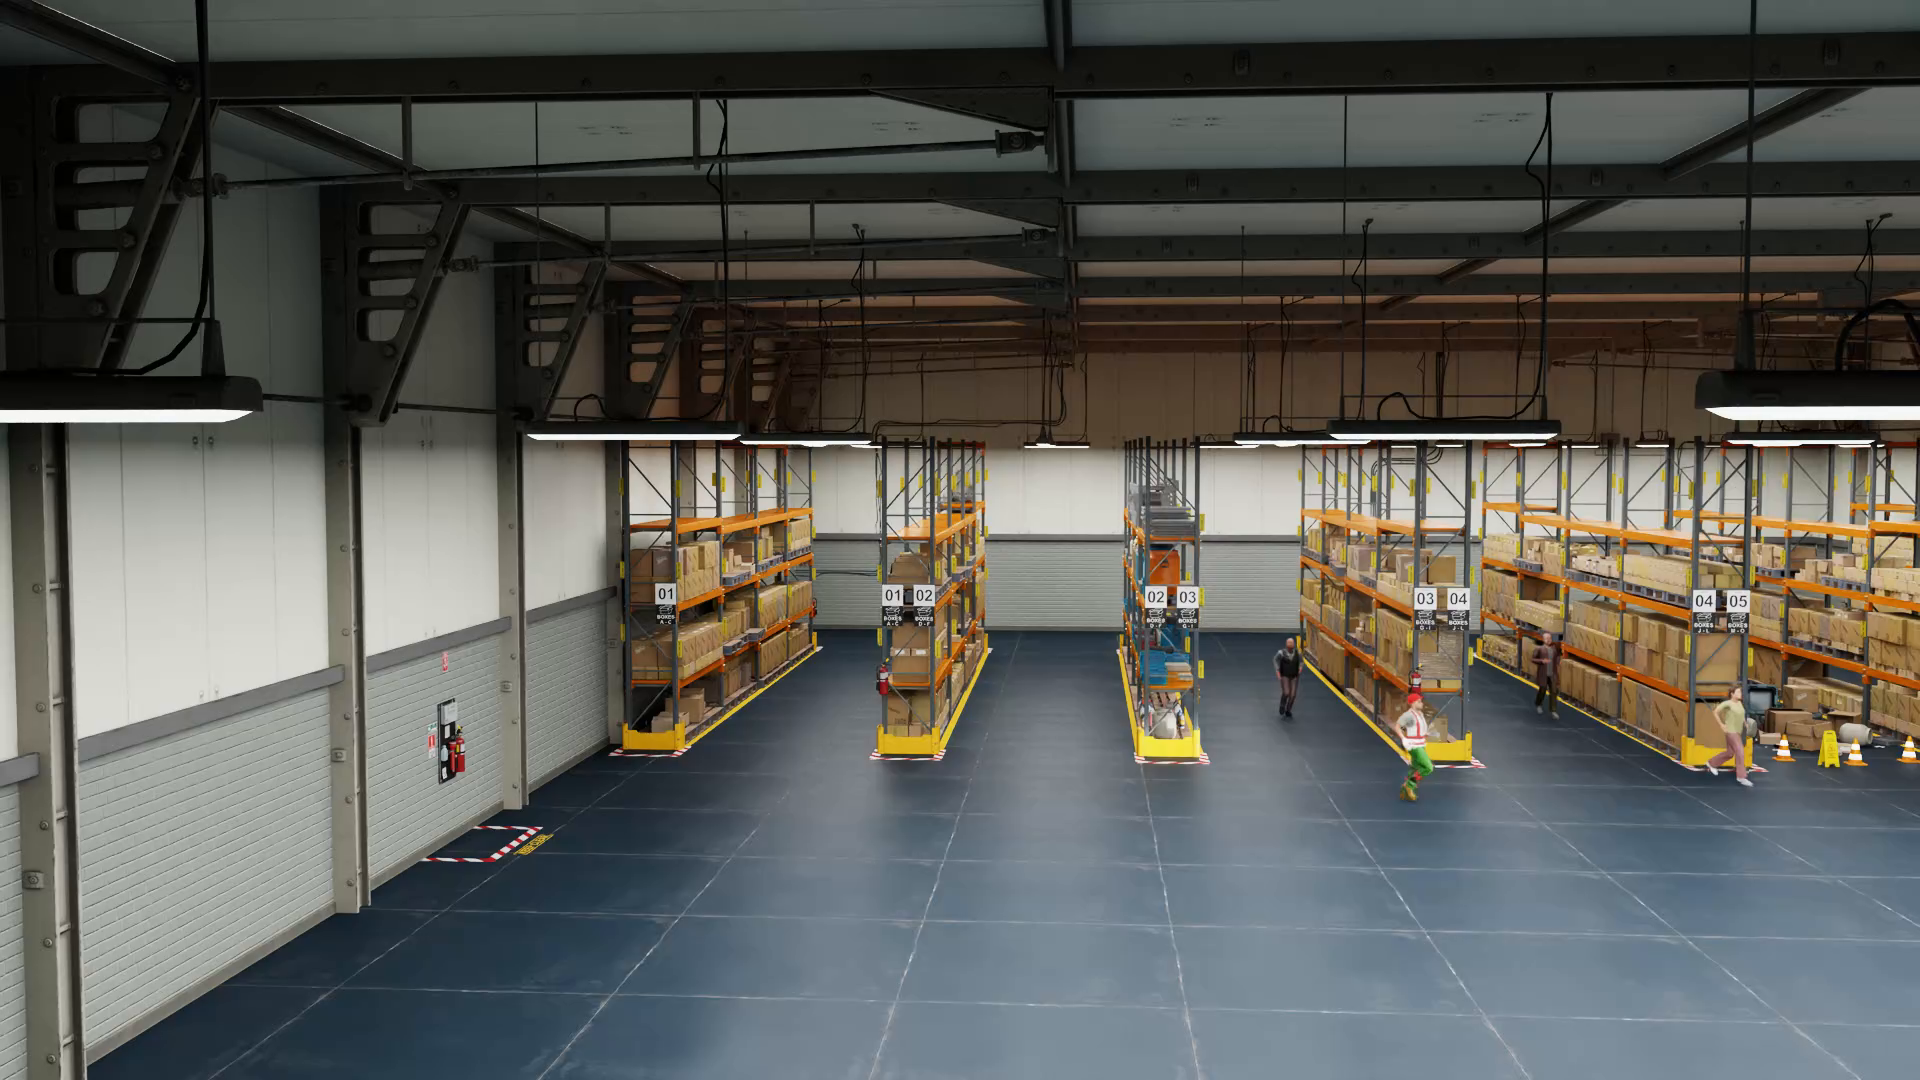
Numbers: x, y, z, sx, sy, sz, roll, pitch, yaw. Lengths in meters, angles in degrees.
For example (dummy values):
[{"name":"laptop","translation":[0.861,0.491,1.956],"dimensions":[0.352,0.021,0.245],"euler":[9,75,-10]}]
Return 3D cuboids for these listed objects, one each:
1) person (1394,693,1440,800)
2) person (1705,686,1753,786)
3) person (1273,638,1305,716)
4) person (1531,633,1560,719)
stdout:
[{"name":"person","translation":[7.485,3.375,27.126],"dimensions":[0.642,1.741,0.649],"euler":[2,4,33]},{"name":"person","translation":[13.366,3.353,28.823],"dimensions":[0.594,1.684,0.911],"euler":[-2,4,-36]},{"name":"person","translation":[7.111,2.958,35.795],"dimensions":[0.667,1.688,0.601],"euler":[0,3,-4]},{"name":"person","translation":[12.592,2.887,35.660],"dimensions":[0.710,1.770,1.001],"euler":[0,3,0]}]
